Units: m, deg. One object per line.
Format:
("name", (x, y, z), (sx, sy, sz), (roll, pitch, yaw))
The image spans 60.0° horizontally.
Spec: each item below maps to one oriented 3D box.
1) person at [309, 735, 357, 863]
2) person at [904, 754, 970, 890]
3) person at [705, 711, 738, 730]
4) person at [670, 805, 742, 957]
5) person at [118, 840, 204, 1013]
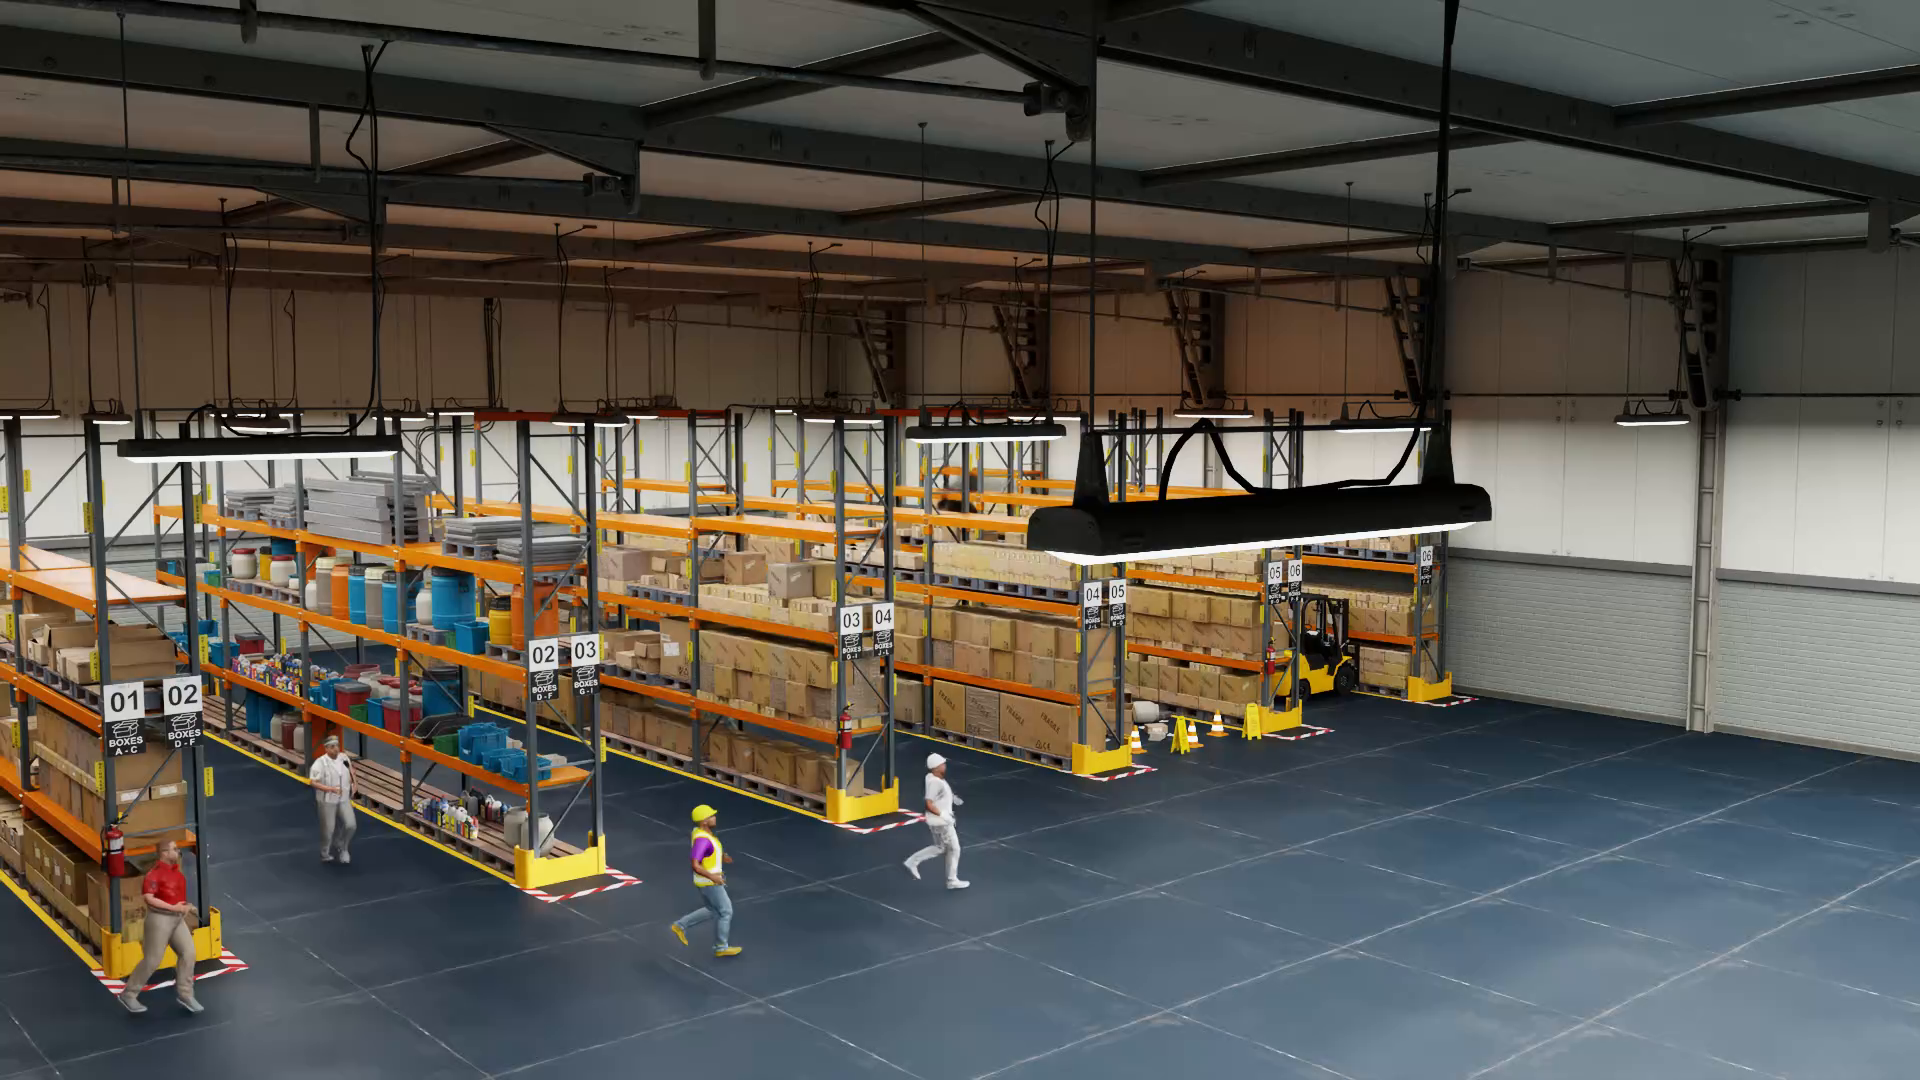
("person", (-8.375, 3.506, 22.341), (0.702, 1.812, 0.693), (5, 7, 42))
("person", (-0.294, 3.594, 21.232), (0.839, 1.752, 0.697), (-1, 5, -8))
("person", (-4.480, 2.732, 31.424), (0.818, 1.715, 0.638), (4, 7, 41))
("person", (-2.859, 3.829, 18.675), (0.795, 1.733, 0.712), (-1, 5, -13))
("person", (-8.175, 3.973, 17.156), (0.814, 1.764, 0.724), (0, 5, 2))
